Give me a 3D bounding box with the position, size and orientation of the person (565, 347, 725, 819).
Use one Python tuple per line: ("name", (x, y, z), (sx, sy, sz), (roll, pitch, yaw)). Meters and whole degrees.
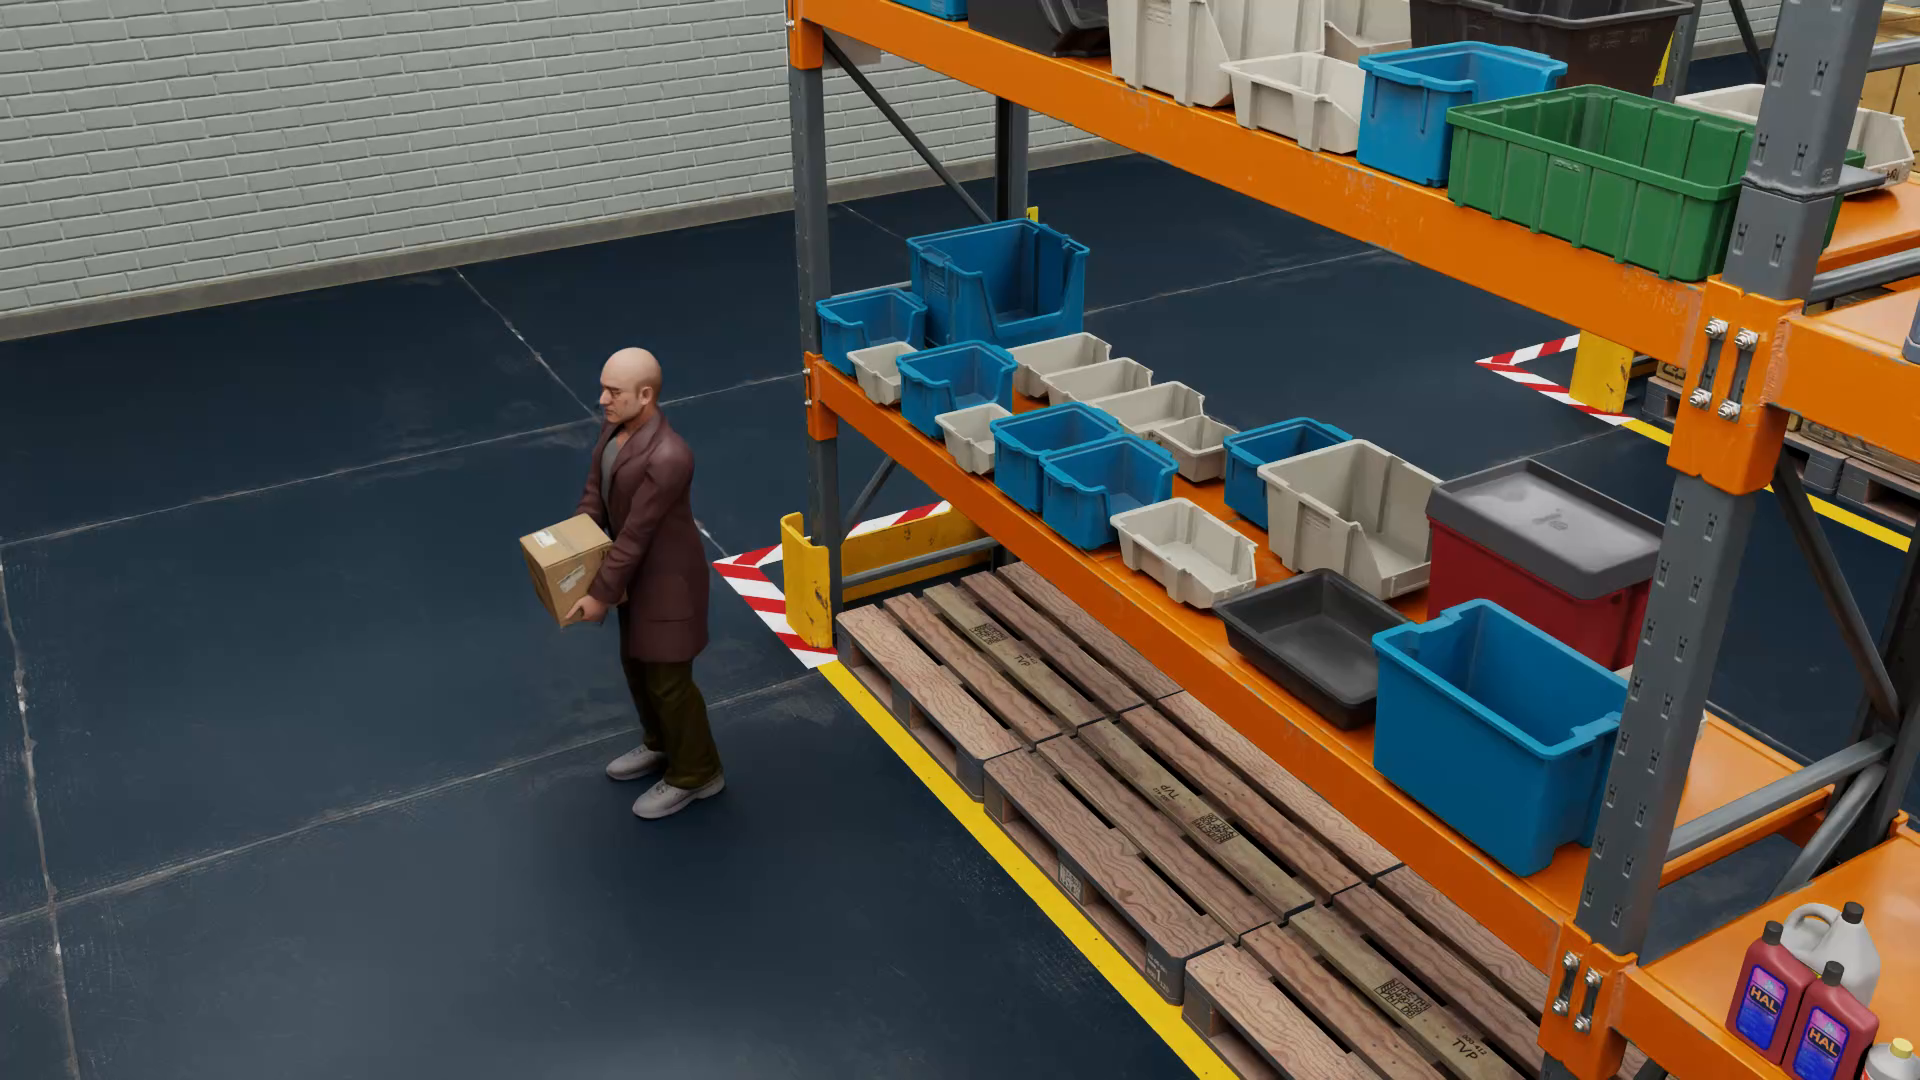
("person", (-1.173, 0.168, 5.898), (0.559, 1.779, 0.529), (-16, 32, -27))
